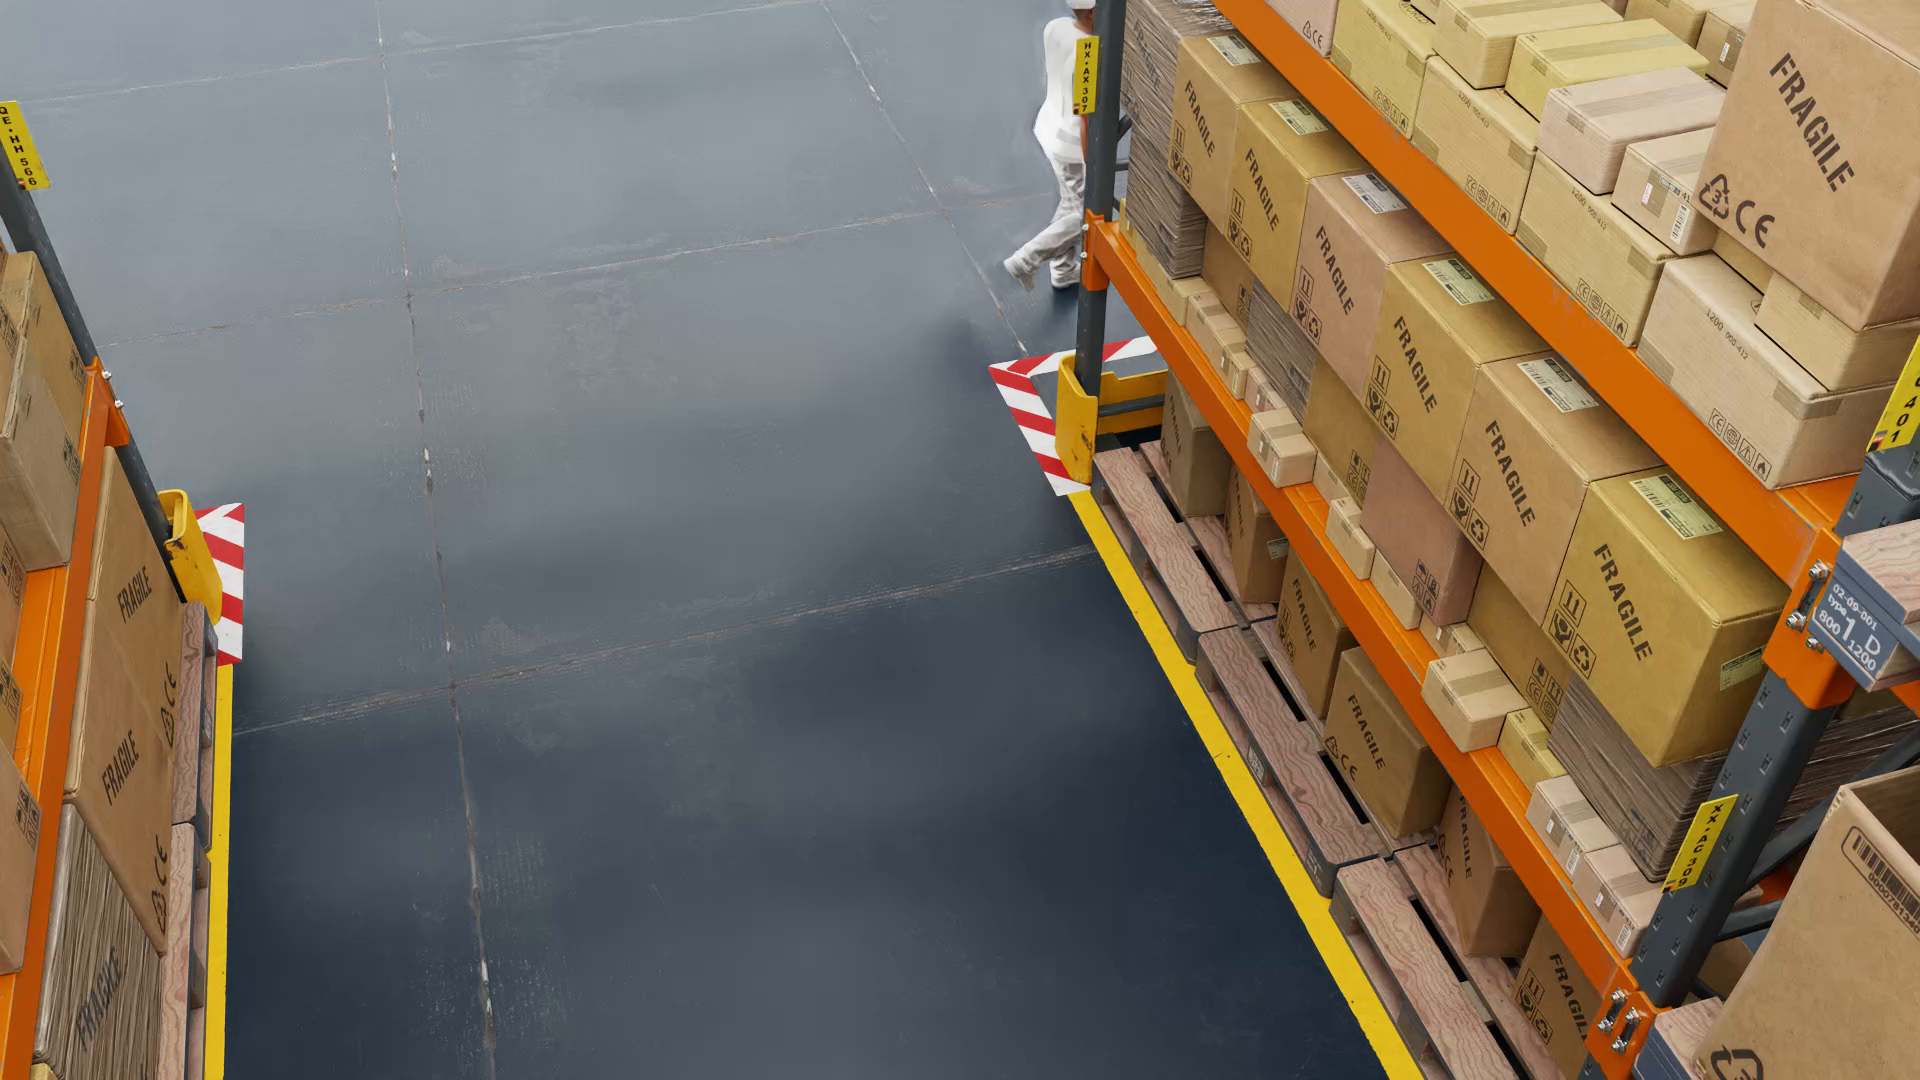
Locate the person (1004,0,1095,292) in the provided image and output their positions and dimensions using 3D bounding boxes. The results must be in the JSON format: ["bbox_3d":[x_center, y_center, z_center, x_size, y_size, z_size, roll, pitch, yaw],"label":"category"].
[{"bbox_3d":[0.511,-1.981,8.334,0.632,1.771,0.619,-12,43,-13],"label":"person"}]
